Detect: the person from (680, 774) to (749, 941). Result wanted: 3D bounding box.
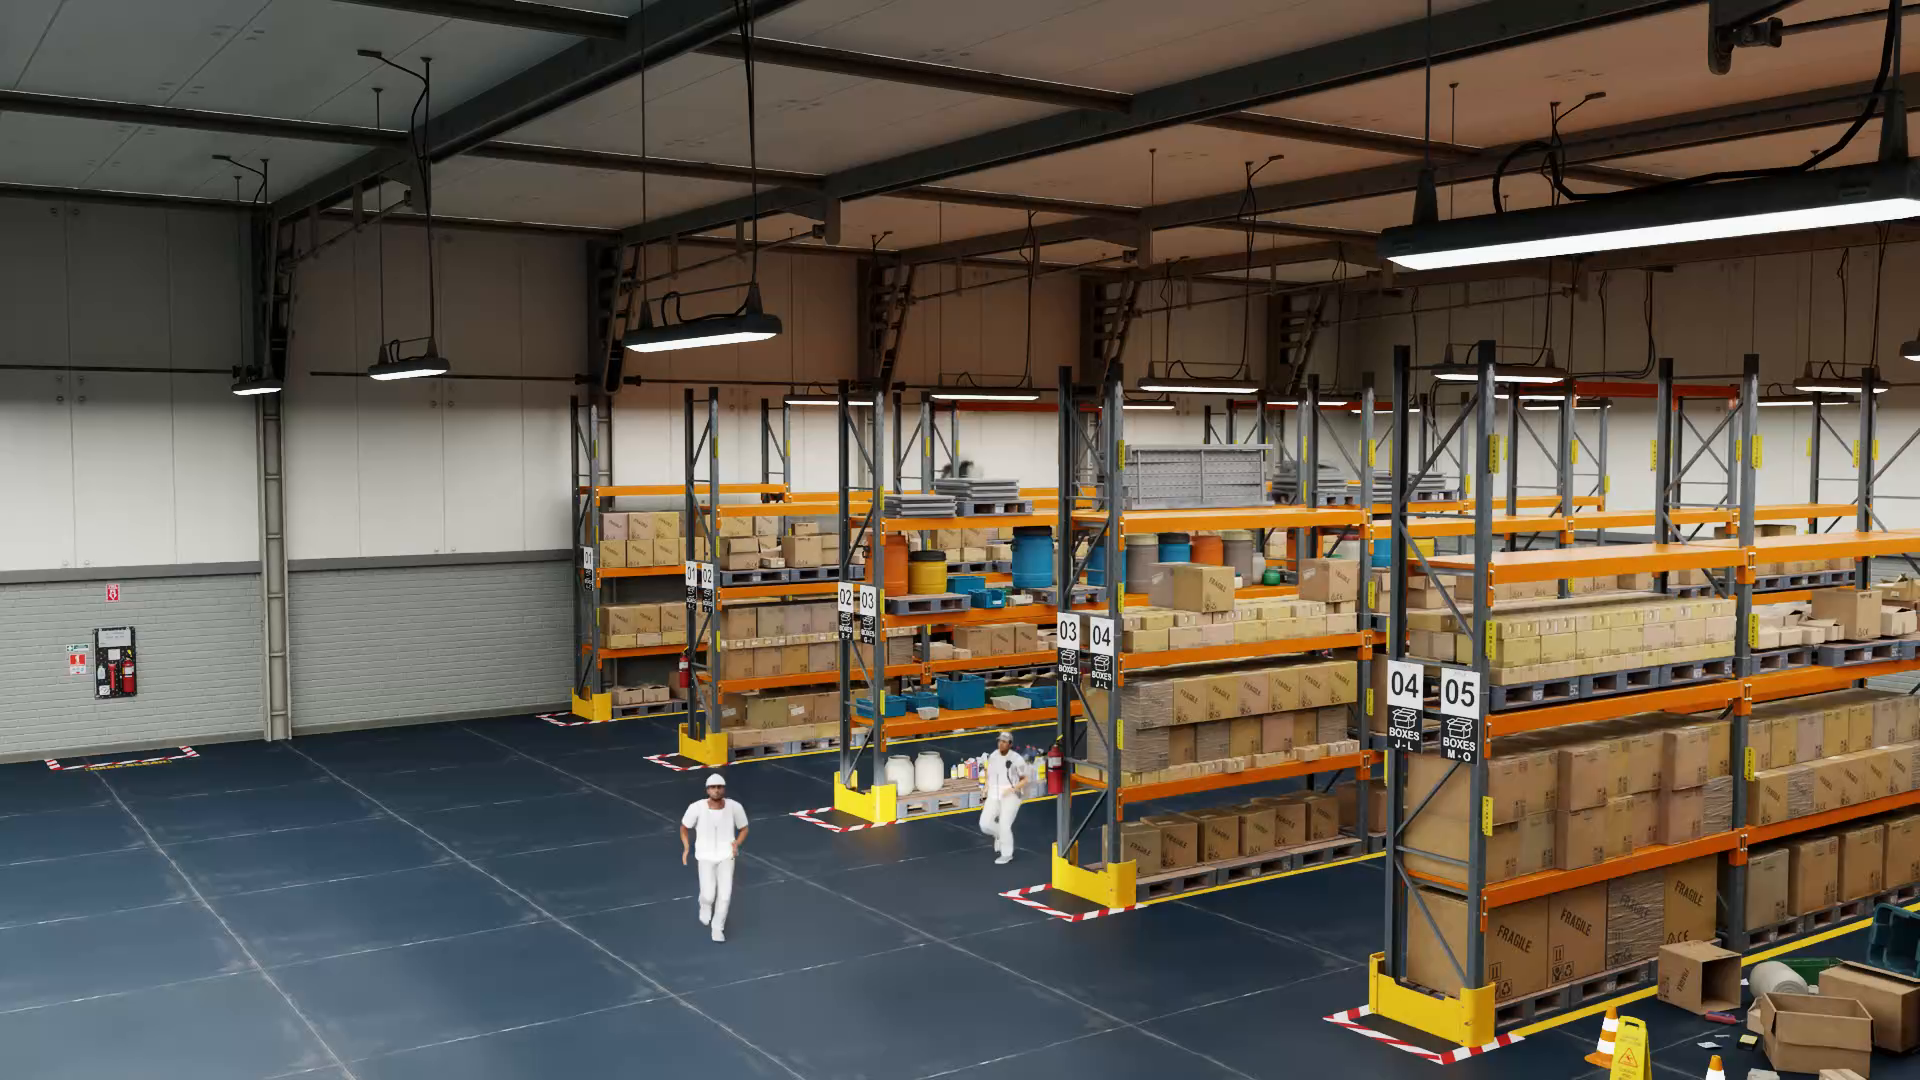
[{"bbox_3d":[-2.521,3.273,17.180,0.707,1.718,0.555,-1,4,-12],"label":"person"}]

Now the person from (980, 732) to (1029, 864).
[{"bbox_3d":[0.537,3.139,20.293,0.618,1.609,0.528,2,4,28],"label":"person"}]
